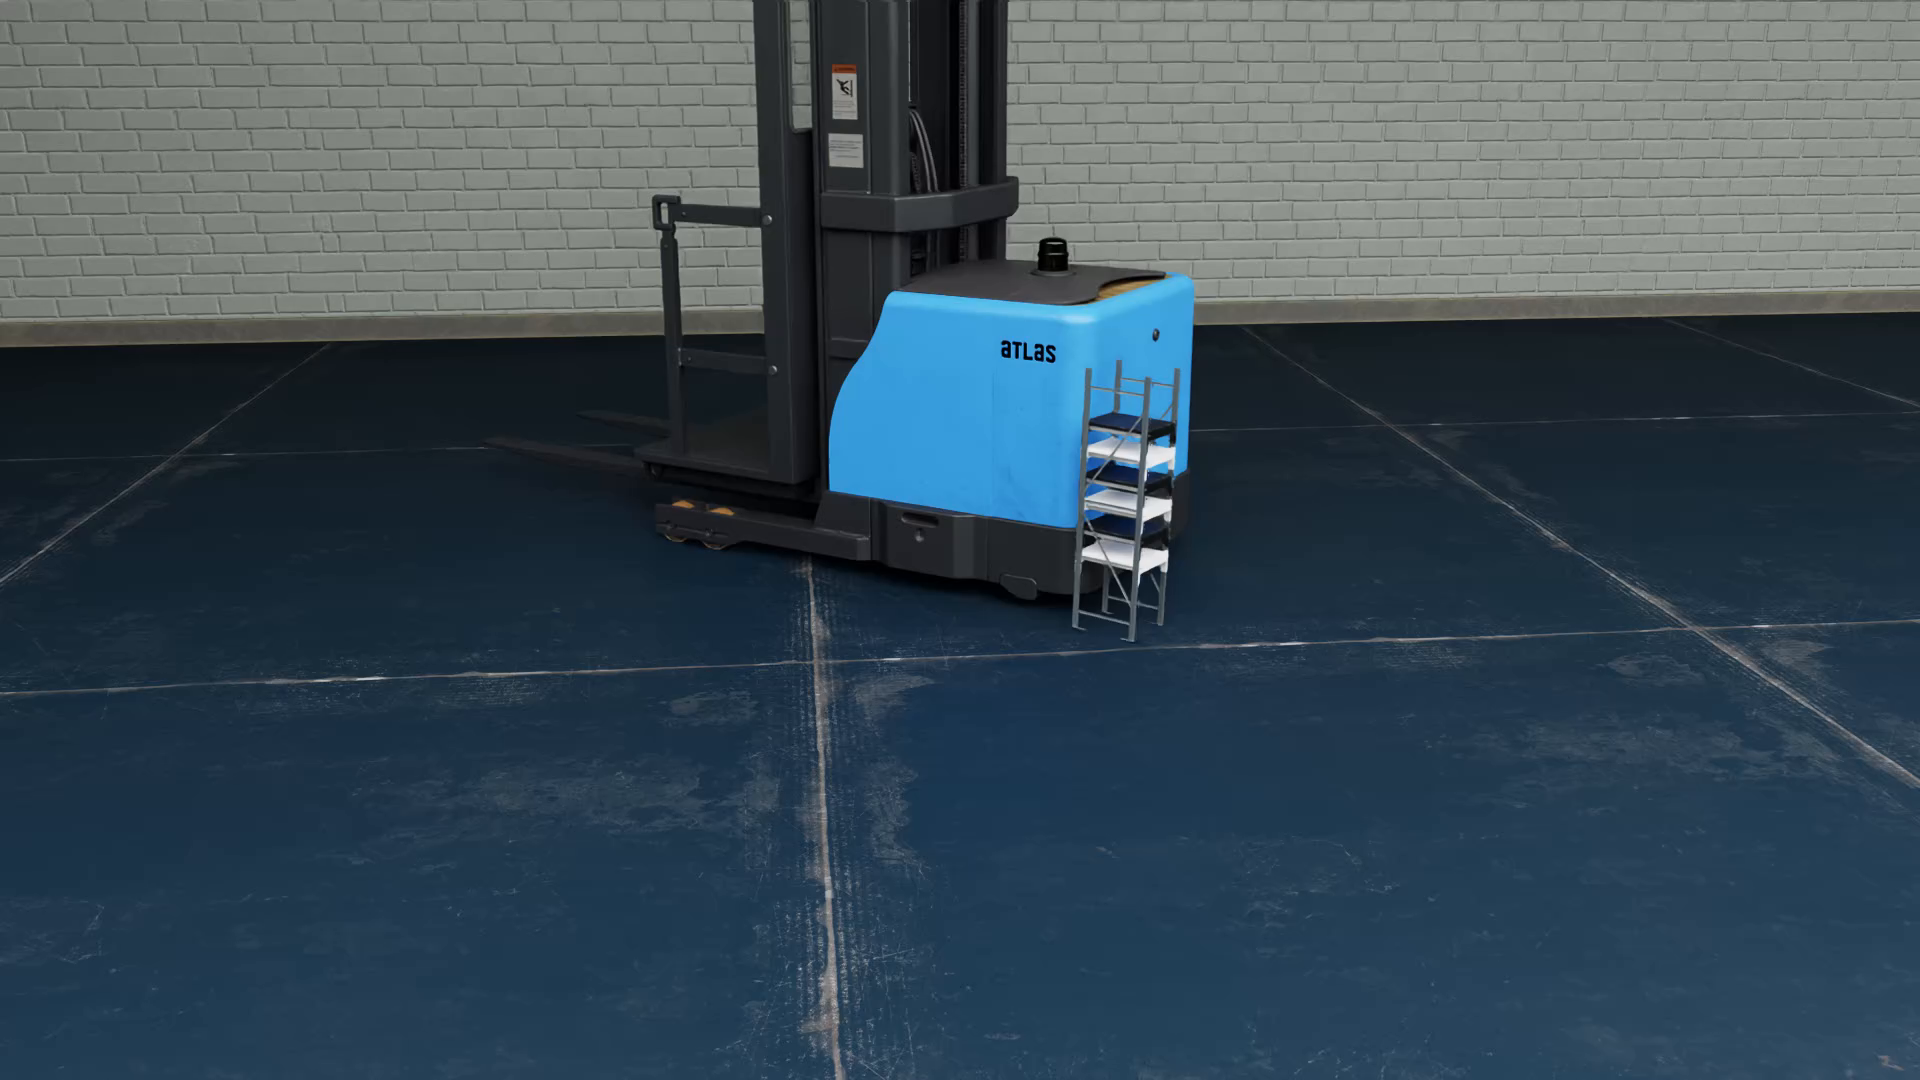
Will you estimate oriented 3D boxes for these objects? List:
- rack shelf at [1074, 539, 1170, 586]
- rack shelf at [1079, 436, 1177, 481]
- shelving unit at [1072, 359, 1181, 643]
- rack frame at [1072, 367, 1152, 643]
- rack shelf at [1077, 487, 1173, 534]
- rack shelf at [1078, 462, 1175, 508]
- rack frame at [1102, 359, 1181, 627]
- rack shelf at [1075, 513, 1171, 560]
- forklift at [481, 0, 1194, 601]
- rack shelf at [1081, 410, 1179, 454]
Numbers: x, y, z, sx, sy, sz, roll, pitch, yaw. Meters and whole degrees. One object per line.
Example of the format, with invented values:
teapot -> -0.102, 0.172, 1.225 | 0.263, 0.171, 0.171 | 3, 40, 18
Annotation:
rack shelf -> 0.548, 0.072, 5.640 | 0.258, 0.077, 0.200 | 13, 20, 32
rack shelf -> 0.559, -0.273, 5.537 | 0.258, 0.077, 0.200 | 13, 20, 32
shelving unit -> 0.555, -0.133, 5.579 | 0.258, 0.900, 0.210 | 13, 20, 32
rack frame -> 0.497, -0.110, 5.498 | 0.240, 0.900, 0.006 | 13, 20, 32
rack shelf -> 0.554, -0.101, 5.589 | 0.258, 0.077, 0.200 | 13, 20, 32
rack shelf -> 0.557, -0.187, 5.563 | 0.258, 0.077, 0.200 | 13, 20, 32
rack frame -> 0.613, -0.155, 5.660 | 0.240, 0.900, 0.006 | 13, 20, 32
rack shelf -> 0.551, -0.015, 5.615 | 0.258, 0.077, 0.200 | 13, 20, 32
forklift -> -0.631, -1.485, 6.514 | 3.031, 2.935, 1.130 | 10, 20, 28
rack shelf -> 0.562, -0.359, 5.511 | 0.258, 0.077, 0.200 | 13, 20, 32
